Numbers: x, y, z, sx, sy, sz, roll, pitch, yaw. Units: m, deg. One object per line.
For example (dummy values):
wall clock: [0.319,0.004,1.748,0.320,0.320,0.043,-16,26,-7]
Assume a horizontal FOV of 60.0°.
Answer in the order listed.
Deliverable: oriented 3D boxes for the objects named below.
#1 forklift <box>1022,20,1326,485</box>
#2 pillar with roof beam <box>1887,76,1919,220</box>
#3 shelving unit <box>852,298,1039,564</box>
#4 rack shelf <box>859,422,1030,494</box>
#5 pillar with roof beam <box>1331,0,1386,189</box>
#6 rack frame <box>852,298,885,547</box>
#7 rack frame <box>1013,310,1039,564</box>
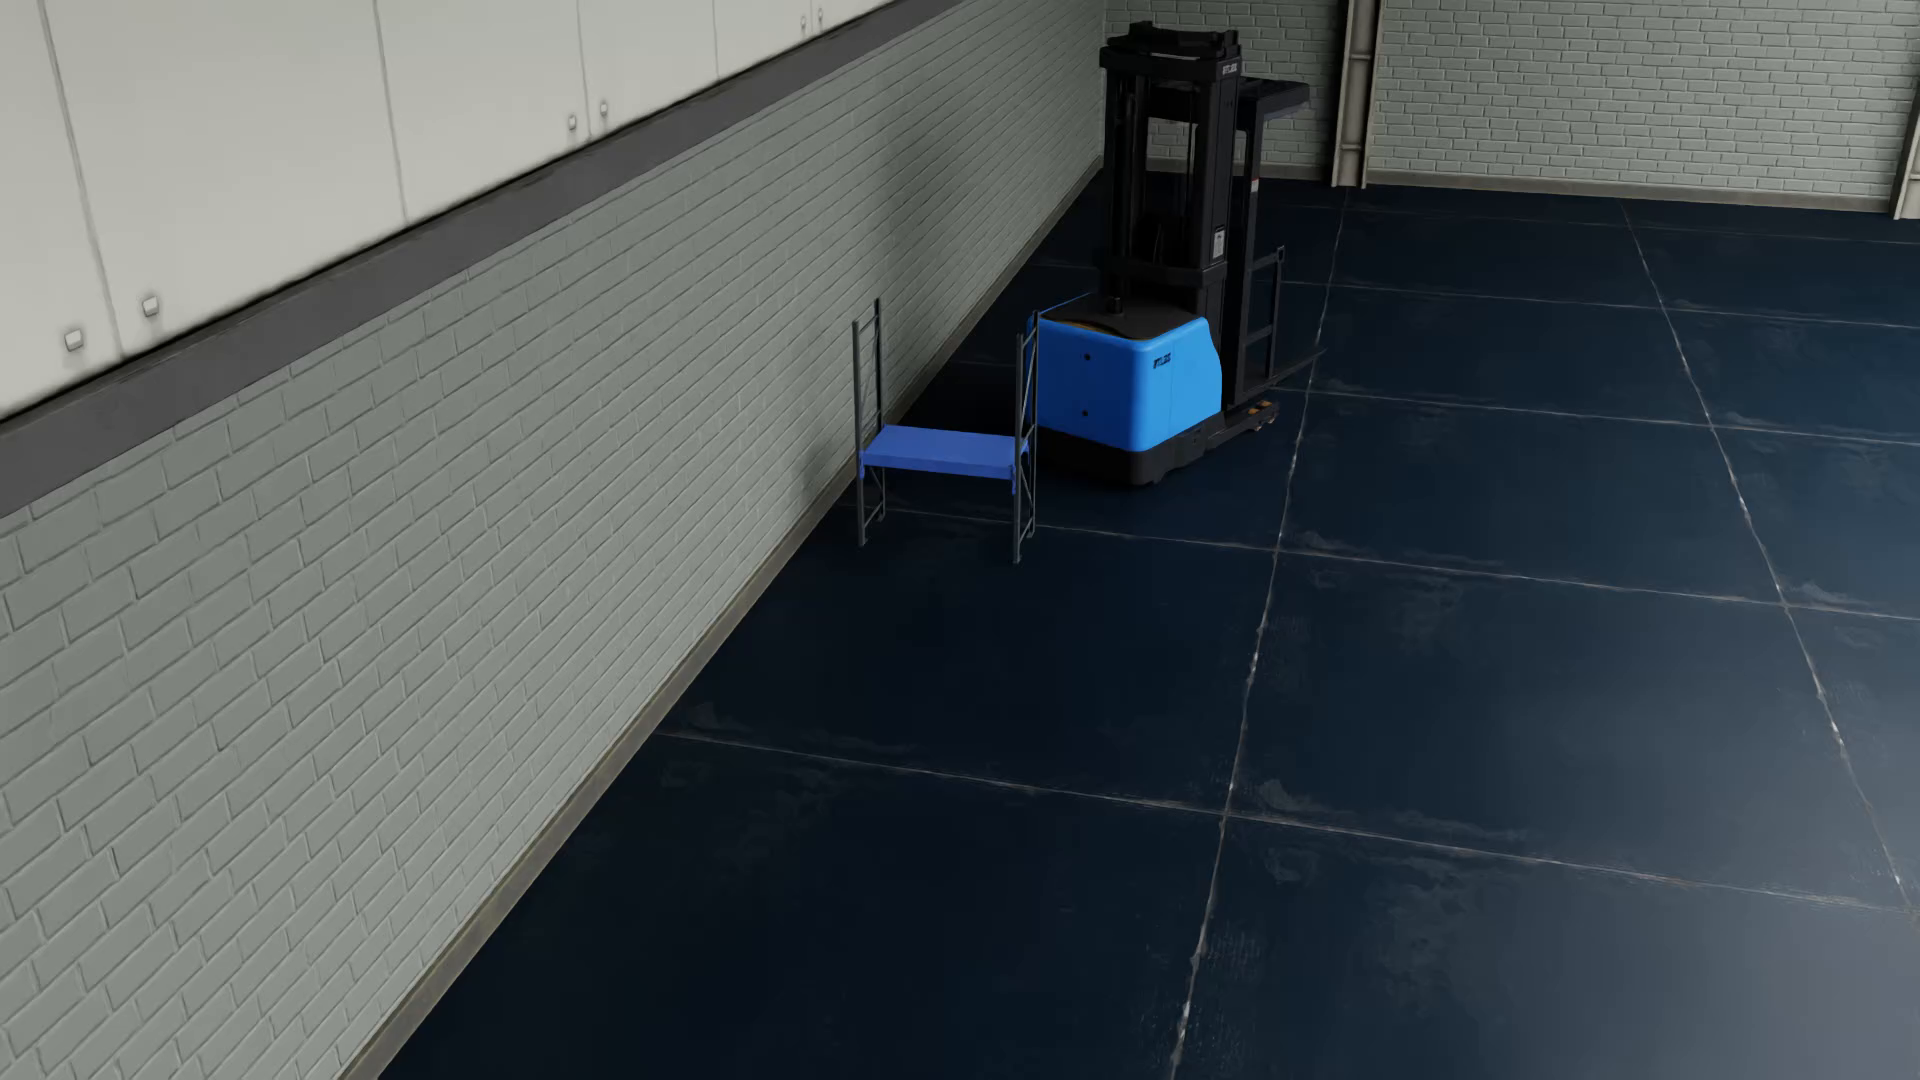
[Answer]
forklift: [1.764,-2.261,12.090,1.130,2.935,3.031,19,31,35]
pillar with roof beam: [9.298,-5.798,12.460,0.400,9.000,9.100,6,26,13]
shelving unit: [-0.083,-0.686,10.447,1.048,1.500,0.538,6,26,13]
rack shelf: [-0.083,-0.524,10.524,1.000,0.185,0.538,6,26,13]
pillar with roof beam: [3.487,-6.441,13.809,0.400,9.000,9.100,6,26,13]
rack frame: [-0.575,-0.741,10.561,0.032,1.500,0.500,6,26,13]
rack frame: [0.410,-0.632,10.332,0.032,1.500,0.500,6,26,13]
